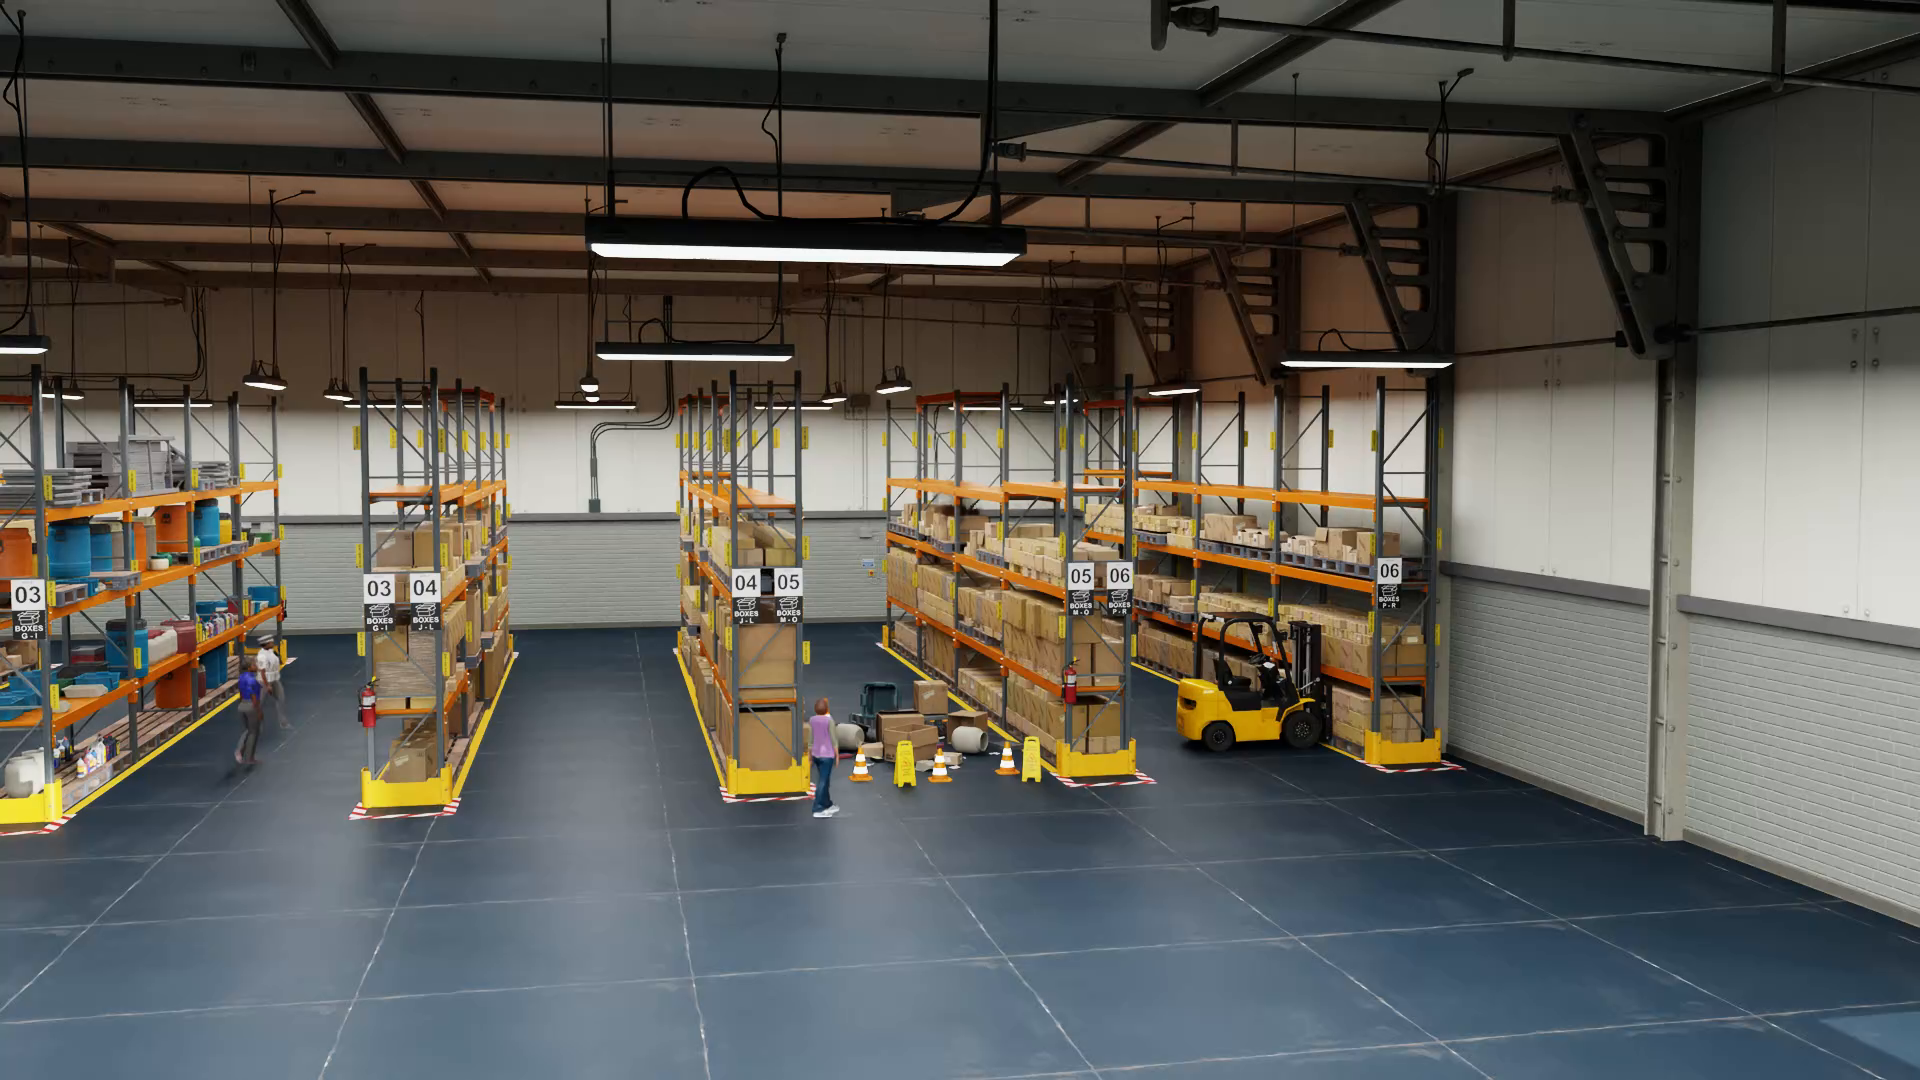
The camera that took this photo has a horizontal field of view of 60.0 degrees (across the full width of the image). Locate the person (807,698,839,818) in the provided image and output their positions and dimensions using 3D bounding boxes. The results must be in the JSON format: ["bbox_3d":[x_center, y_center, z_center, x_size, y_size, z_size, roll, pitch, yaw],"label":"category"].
[{"bbox_3d":[-1.769,2.889,22.203,0.586,1.595,0.457,-3,5,-41],"label":"person"}]

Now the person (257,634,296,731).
[{"bbox_3d":[-11.906,2.469,28.728,0.535,1.709,0.630,1,4,17],"label":"person"}]

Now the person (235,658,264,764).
[{"bbox_3d":[-10.954,2.636,25.658,0.460,1.657,0.447,2,4,24],"label":"person"}]
